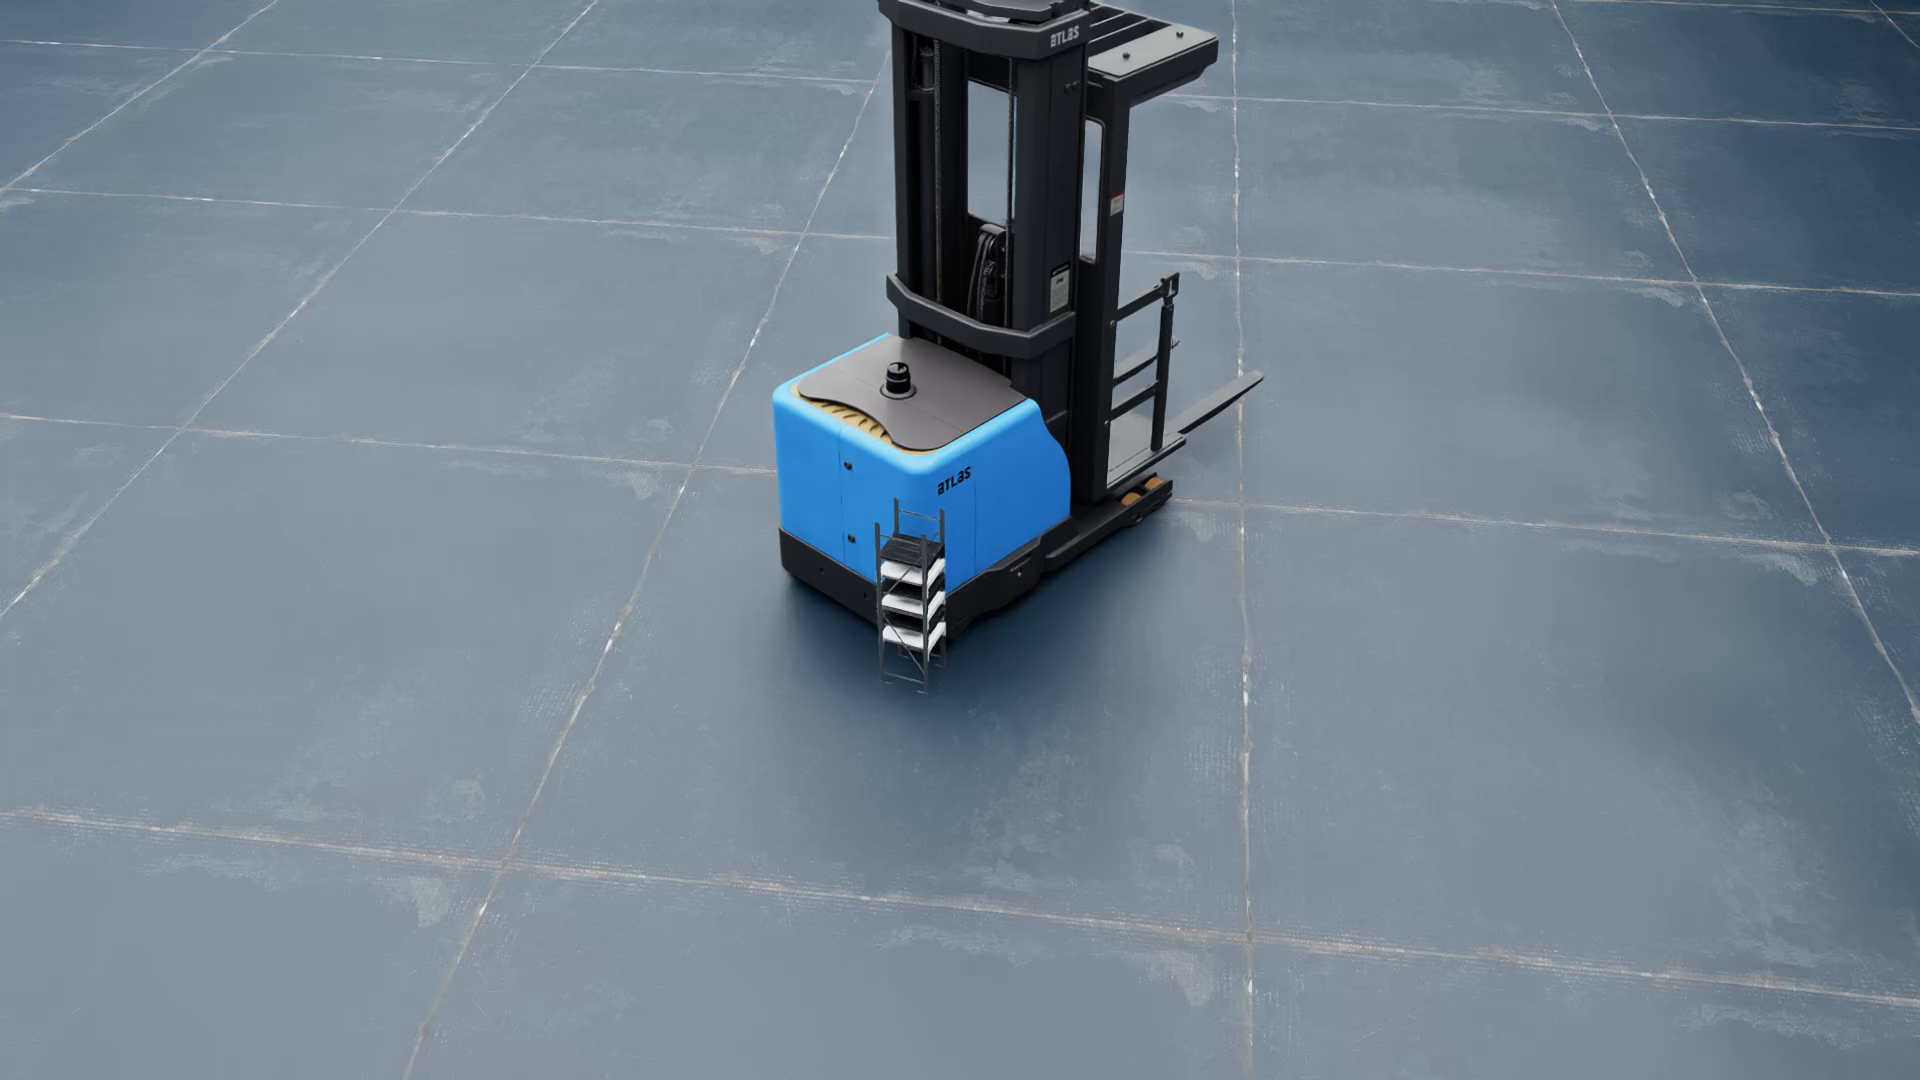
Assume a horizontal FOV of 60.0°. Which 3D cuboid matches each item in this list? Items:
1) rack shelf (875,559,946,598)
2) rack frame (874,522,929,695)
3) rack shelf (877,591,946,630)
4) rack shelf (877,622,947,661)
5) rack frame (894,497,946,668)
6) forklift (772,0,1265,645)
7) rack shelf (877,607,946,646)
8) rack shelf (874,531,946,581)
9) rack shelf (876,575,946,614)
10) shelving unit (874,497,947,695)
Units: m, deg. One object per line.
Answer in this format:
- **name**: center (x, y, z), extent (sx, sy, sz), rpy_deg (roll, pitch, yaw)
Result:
- **rack shelf**: center (-0.218, 0.142, 7.381), extent (0.258, 0.077, 0.200), rpy_deg (13, 38, 18)
- **rack frame**: center (-0.256, 0.316, 7.390), extent (0.240, 0.900, 0.006), rpy_deg (13, 38, 18)
- **rack shelf**: center (-0.218, 0.288, 7.486), extent (0.258, 0.077, 0.200), rpy_deg (13, 38, 18)
- **rack shelf**: center (-0.218, 0.435, 7.590), extent (0.258, 0.077, 0.200), rpy_deg (13, 38, 18)
- **rack frame**: center (-0.180, 0.206, 7.543), extent (0.240, 0.900, 0.006), rpy_deg (13, 38, 18)
- **forklift**: center (0.480, -1.457, 8.126), extent (1.130, 2.935, 3.031), rpy_deg (29, 44, 34)
- **rack shelf**: center (-0.218, 0.362, 7.538), extent (0.258, 0.077, 0.200), rpy_deg (13, 38, 18)
- **rack shelf**: center (-0.218, 0.069, 7.329), extent (0.258, 0.077, 0.200), rpy_deg (13, 38, 18)
- **rack shelf**: center (-0.218, 0.215, 7.433), extent (0.258, 0.077, 0.200), rpy_deg (13, 38, 18)
- **shelving unit**: center (-0.218, 0.261, 7.466), extent (0.258, 0.900, 0.210), rpy_deg (13, 38, 18)
